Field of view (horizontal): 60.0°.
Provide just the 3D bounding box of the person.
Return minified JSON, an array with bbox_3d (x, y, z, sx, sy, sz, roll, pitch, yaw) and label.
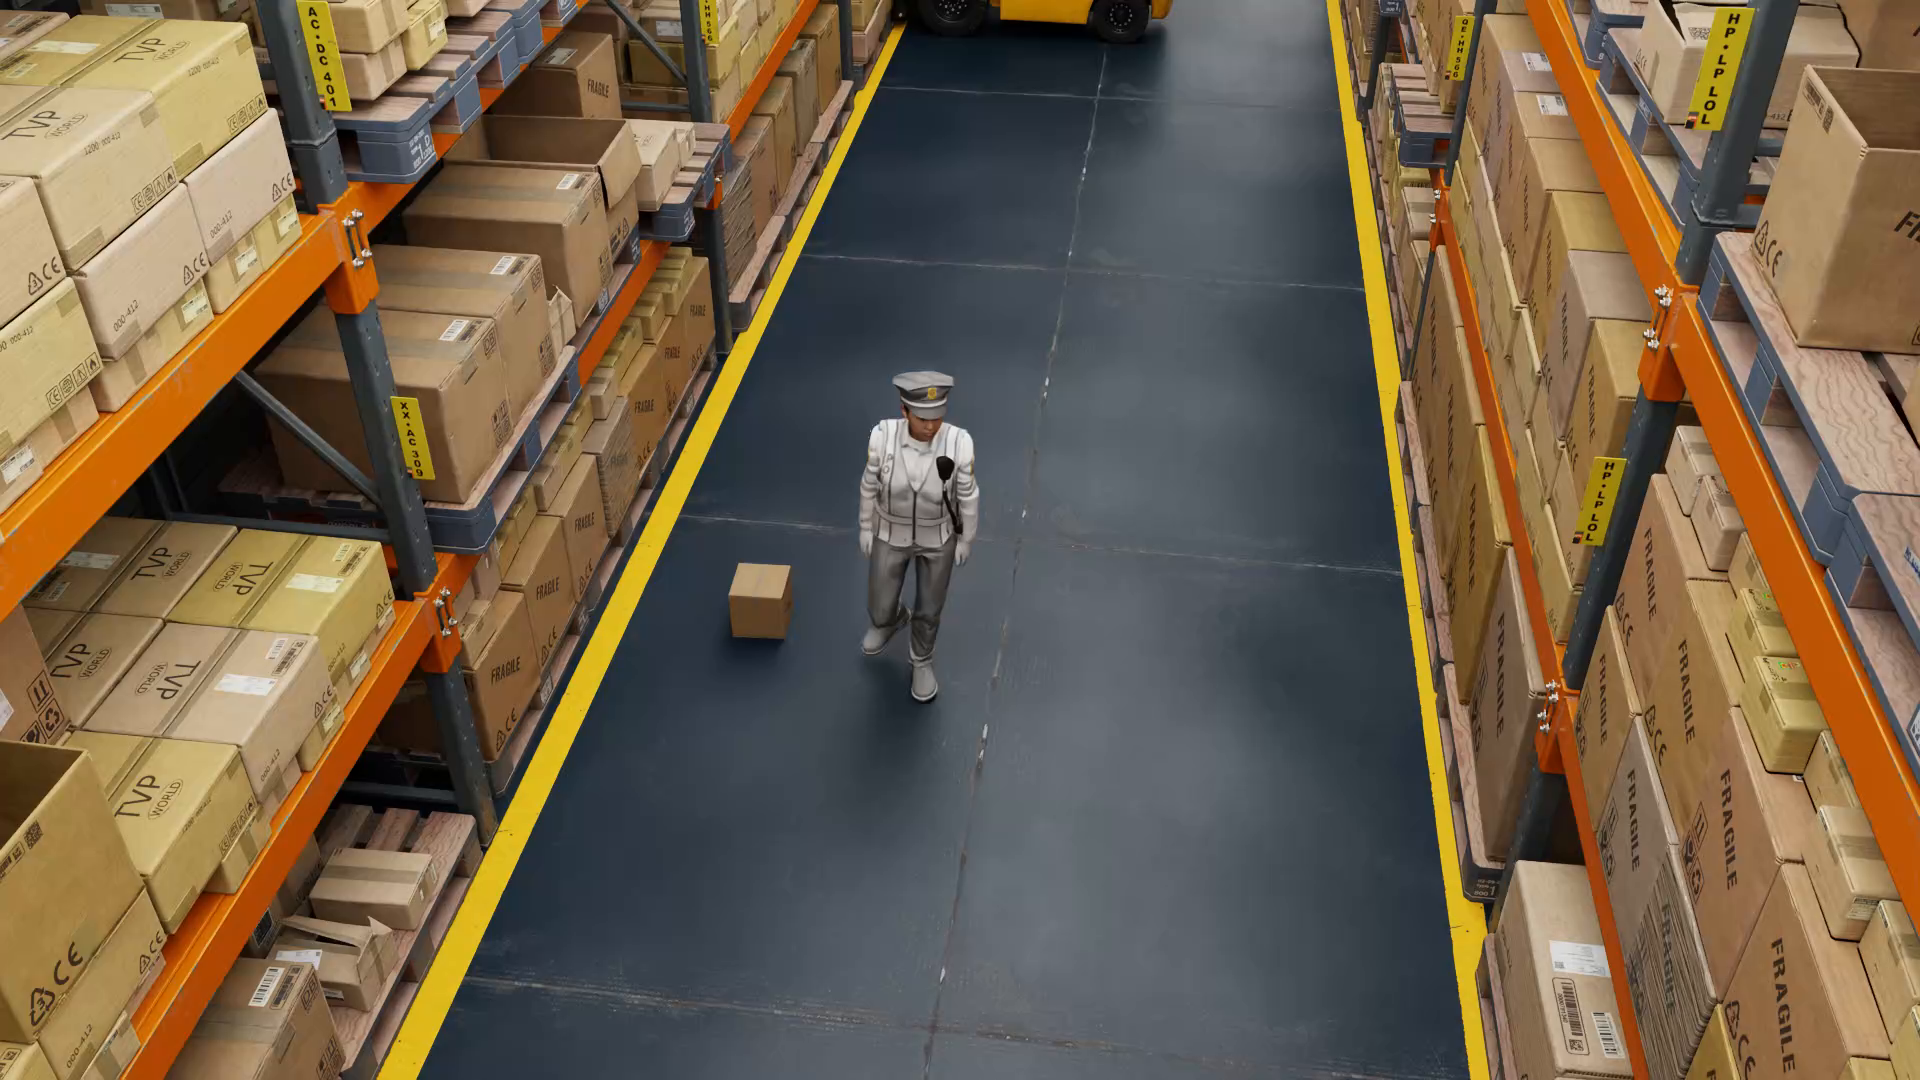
[{"bbox_3d":[3.290,-1.622,8.783,7.393,2.202,5.191,0,36,1],"label":"person"}]
